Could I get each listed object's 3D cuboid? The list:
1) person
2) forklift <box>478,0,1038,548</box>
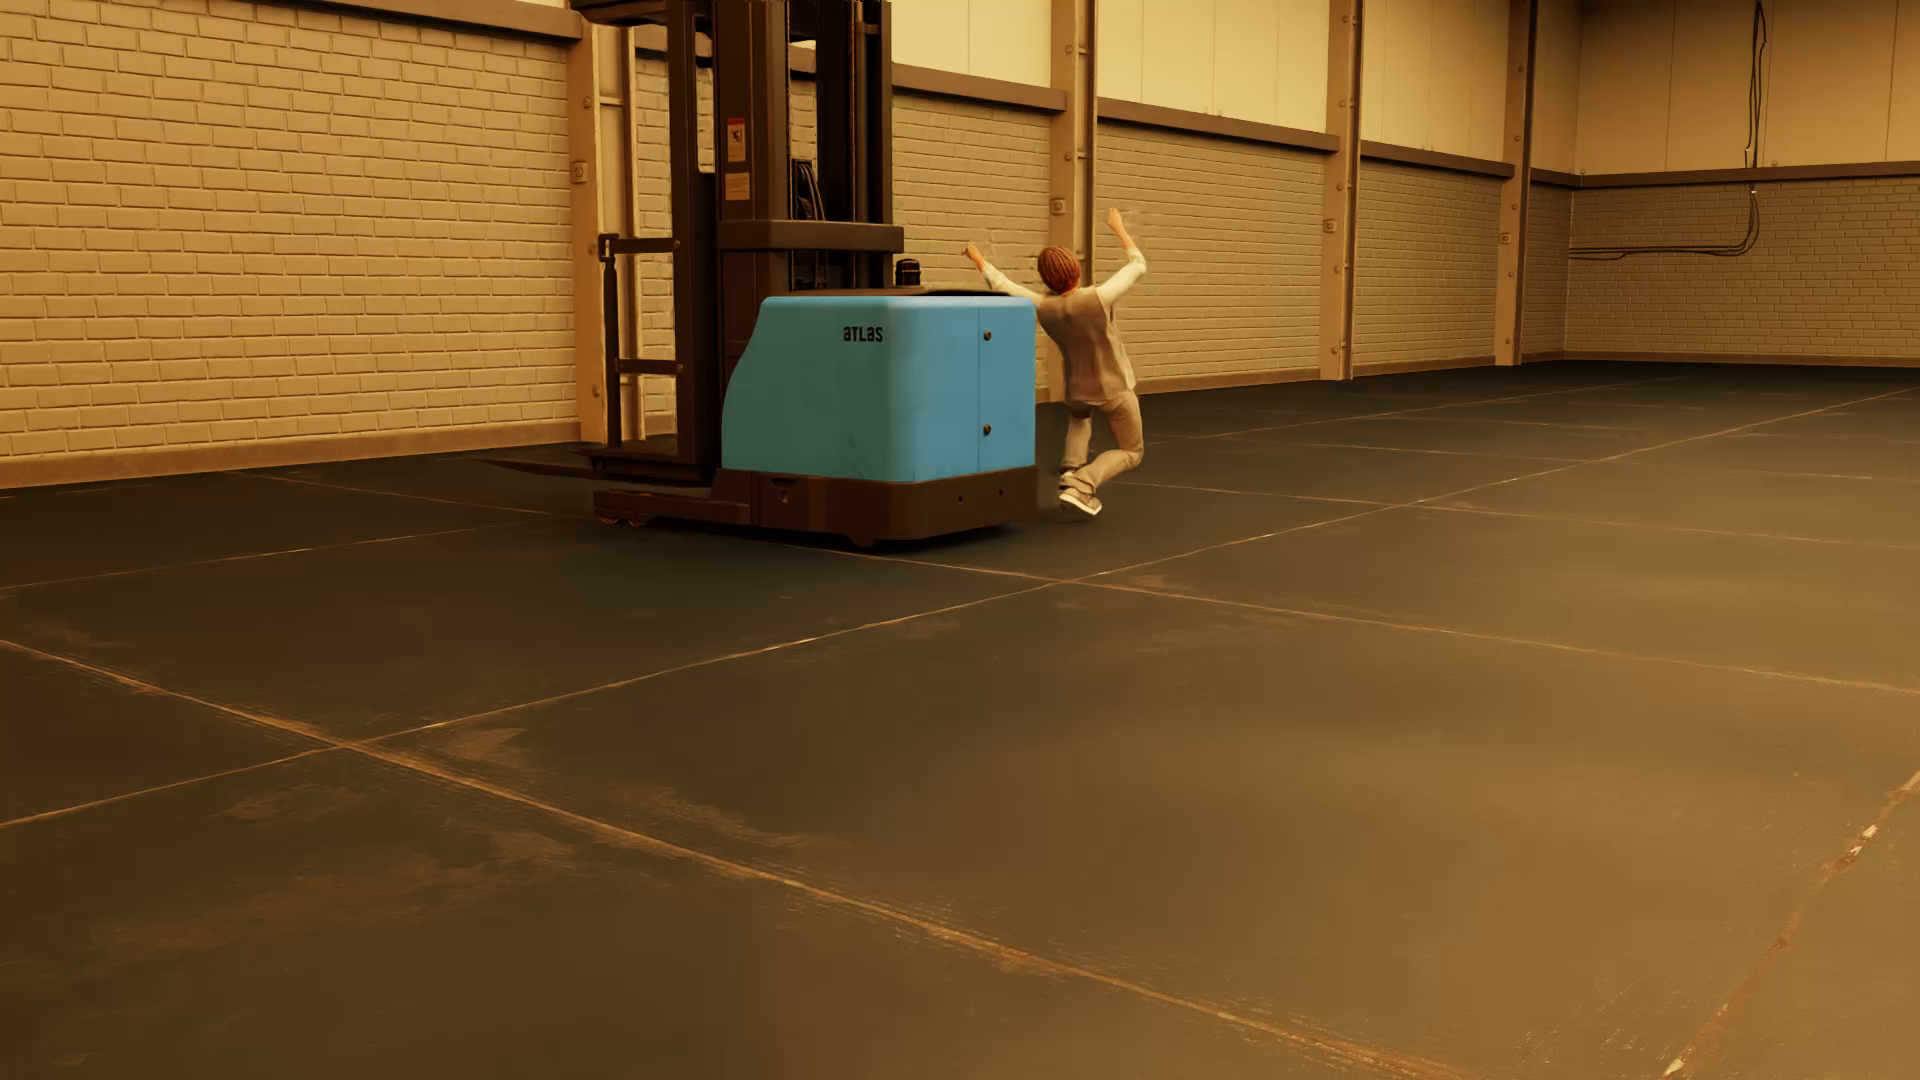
[{"bbox_3d":[0.482,-0.869,8.180,0.931,1.504,0.727,5,10,32],"label":"person"},{"bbox_3d":[-1.126,-1.562,7.958,3.031,2.935,1.130,6,10,36],"label":"forklift"}]
